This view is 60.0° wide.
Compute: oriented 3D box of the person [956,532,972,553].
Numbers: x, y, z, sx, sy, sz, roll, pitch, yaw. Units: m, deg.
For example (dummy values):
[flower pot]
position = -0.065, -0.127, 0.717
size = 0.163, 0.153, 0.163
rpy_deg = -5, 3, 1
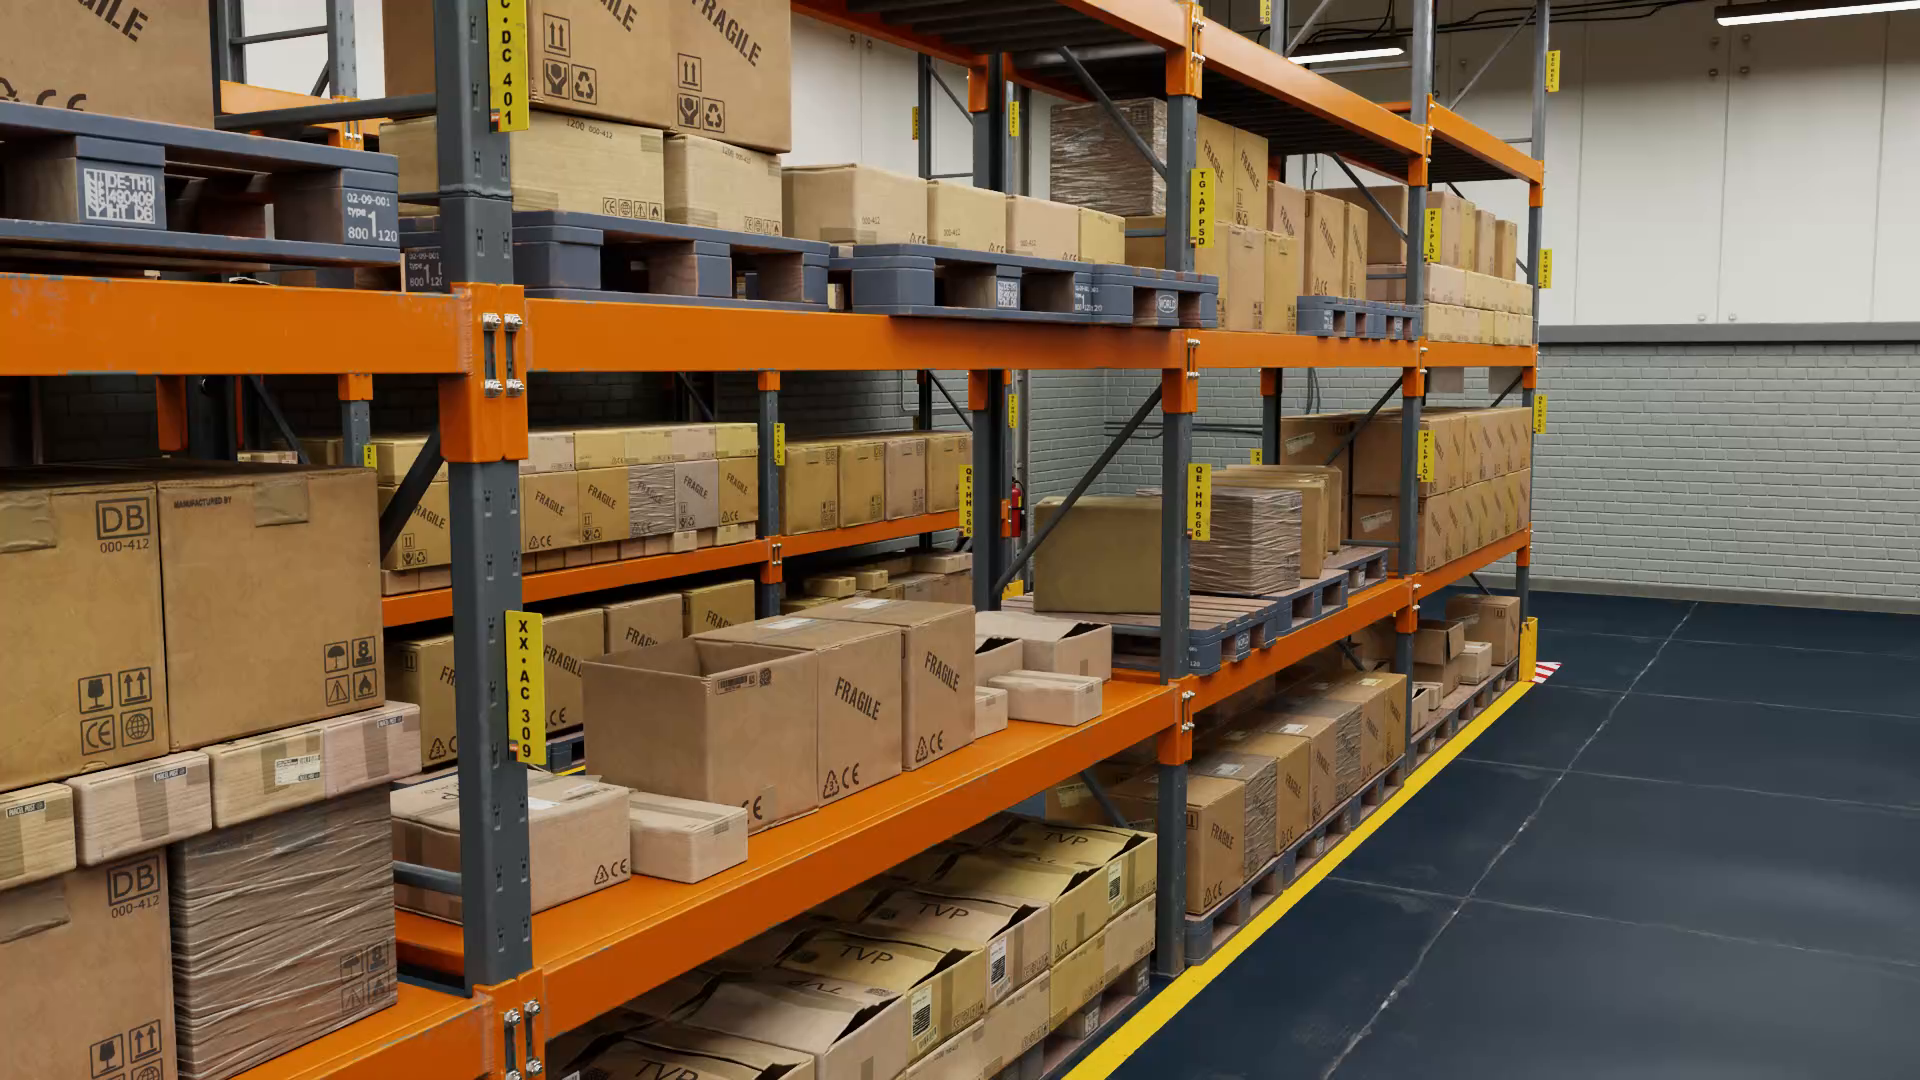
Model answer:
[person]
position = 0.203, 0.102, 17.856
size = 0.654, 1.368, 0.536
rpy_deg = 3, 7, 27
